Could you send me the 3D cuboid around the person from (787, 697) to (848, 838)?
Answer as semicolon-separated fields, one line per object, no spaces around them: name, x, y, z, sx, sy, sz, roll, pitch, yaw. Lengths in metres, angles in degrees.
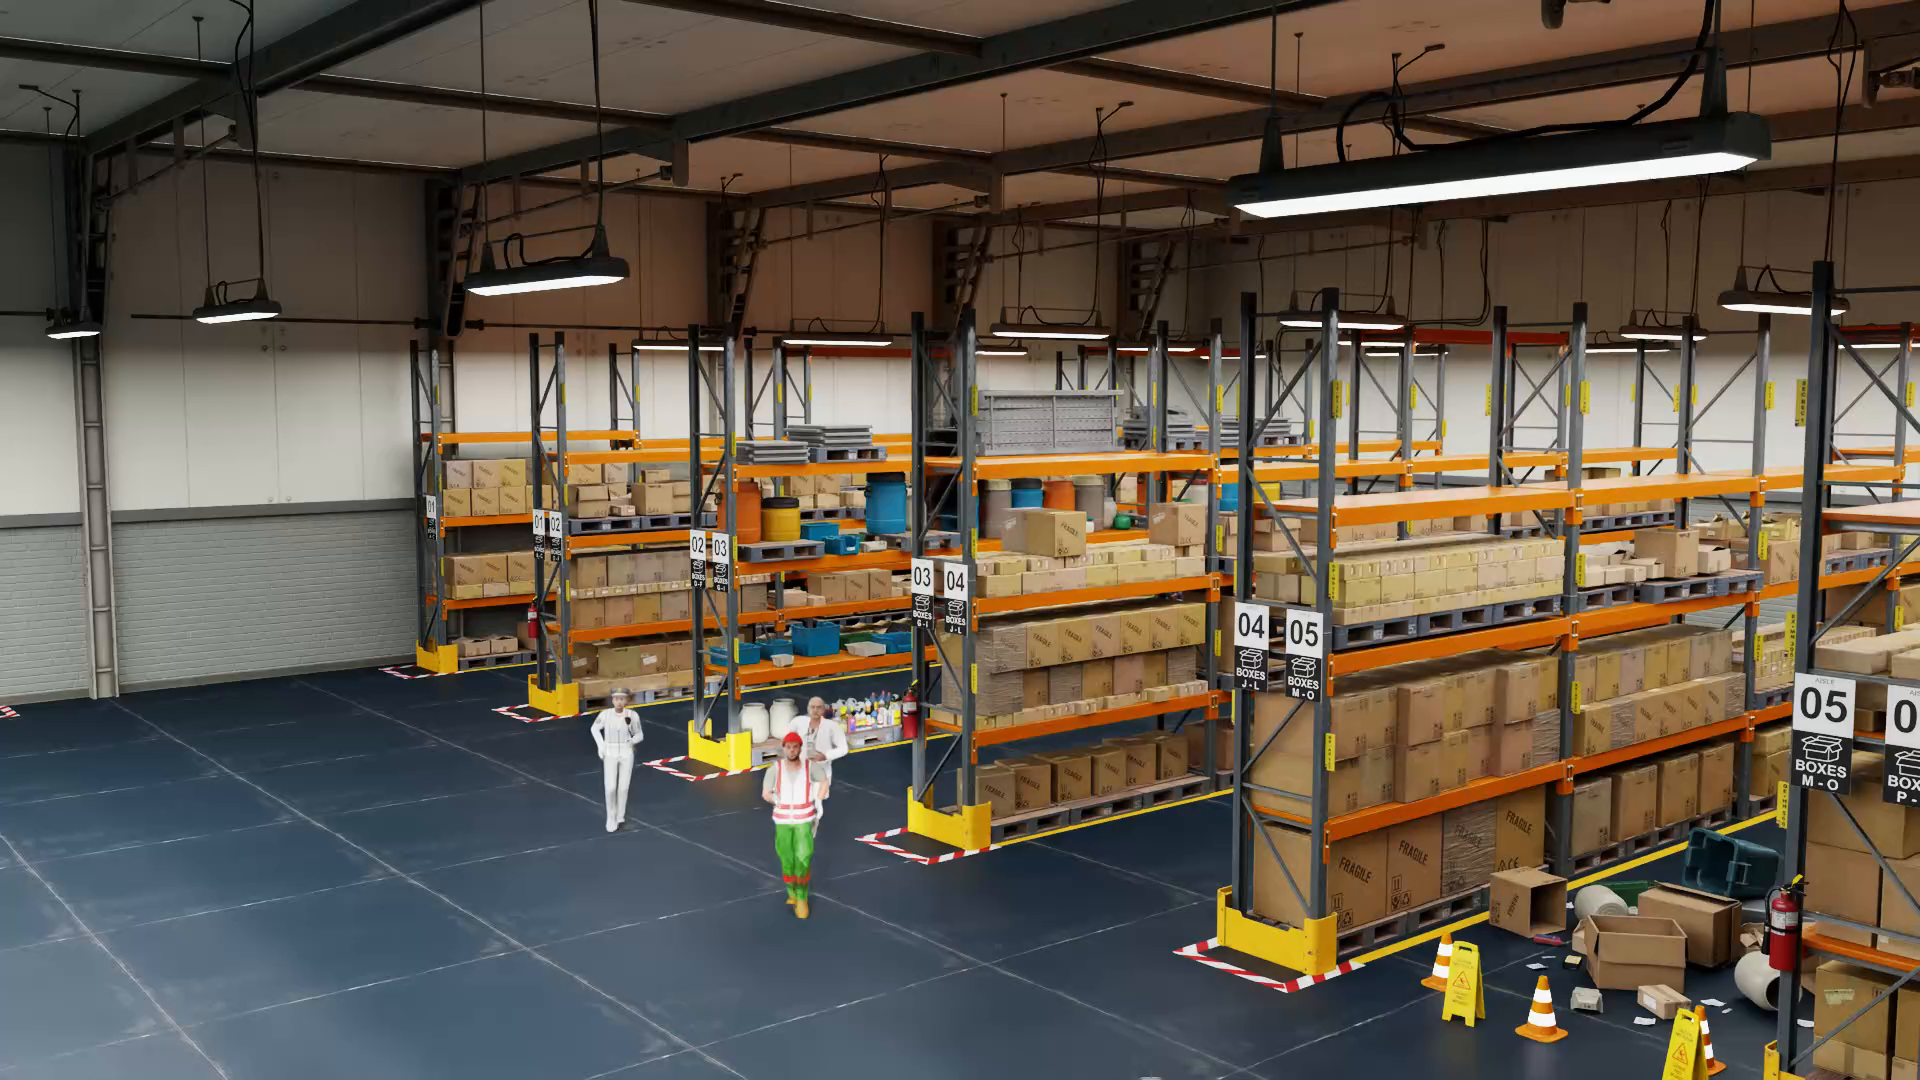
person;-1.567;2.604;18.244;0.696;1.834;0.802;0;5;0

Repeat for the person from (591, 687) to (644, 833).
person;-3.974;2.545;19.344;0.587;1.713;0.691;-1;5;-15

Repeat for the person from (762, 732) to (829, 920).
person;-1.617;2.782;16.209;0.631;1.820;0.689;0;5;1
